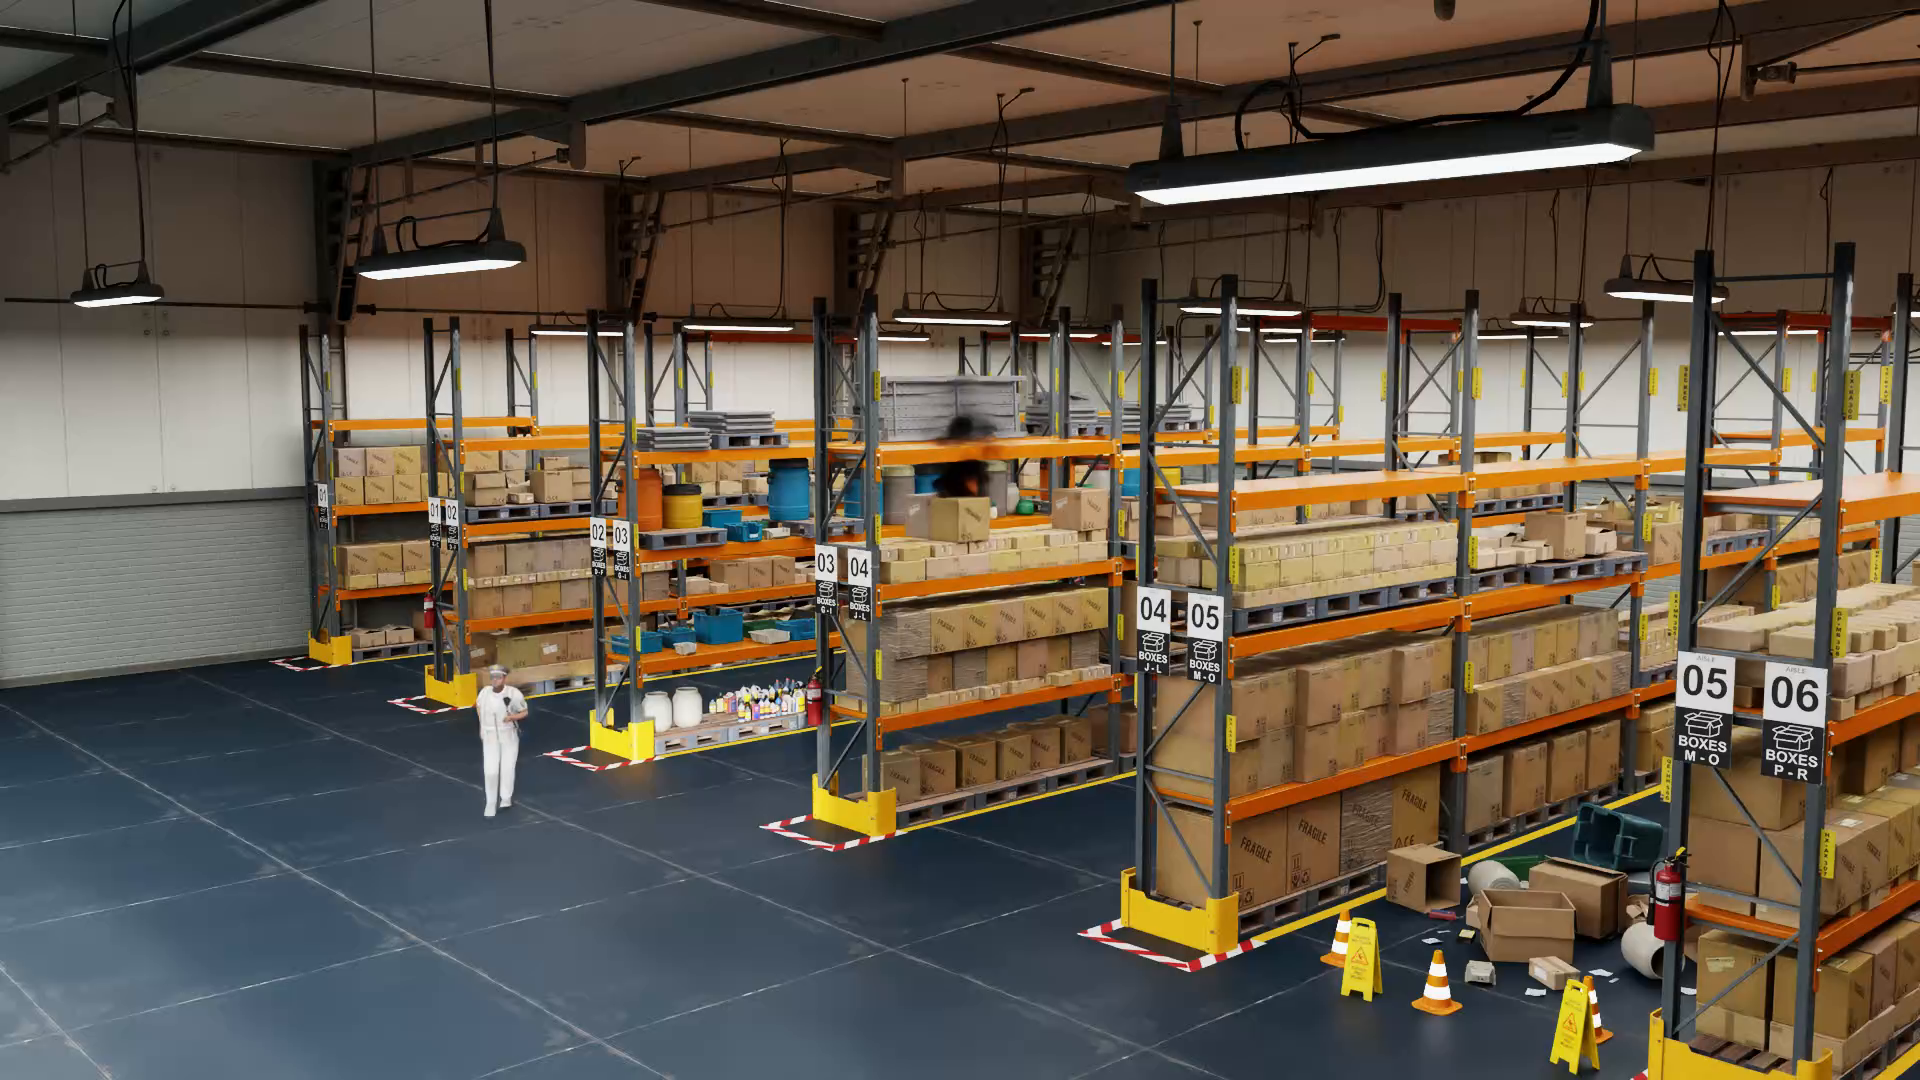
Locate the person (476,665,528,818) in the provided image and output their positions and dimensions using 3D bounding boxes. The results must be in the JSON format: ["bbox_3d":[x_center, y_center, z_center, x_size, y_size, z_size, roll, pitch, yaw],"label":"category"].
[{"bbox_3d":[-5.348,2.353,19.406,0.626,1.837,0.752,-1,6,-8],"label":"person"}]
